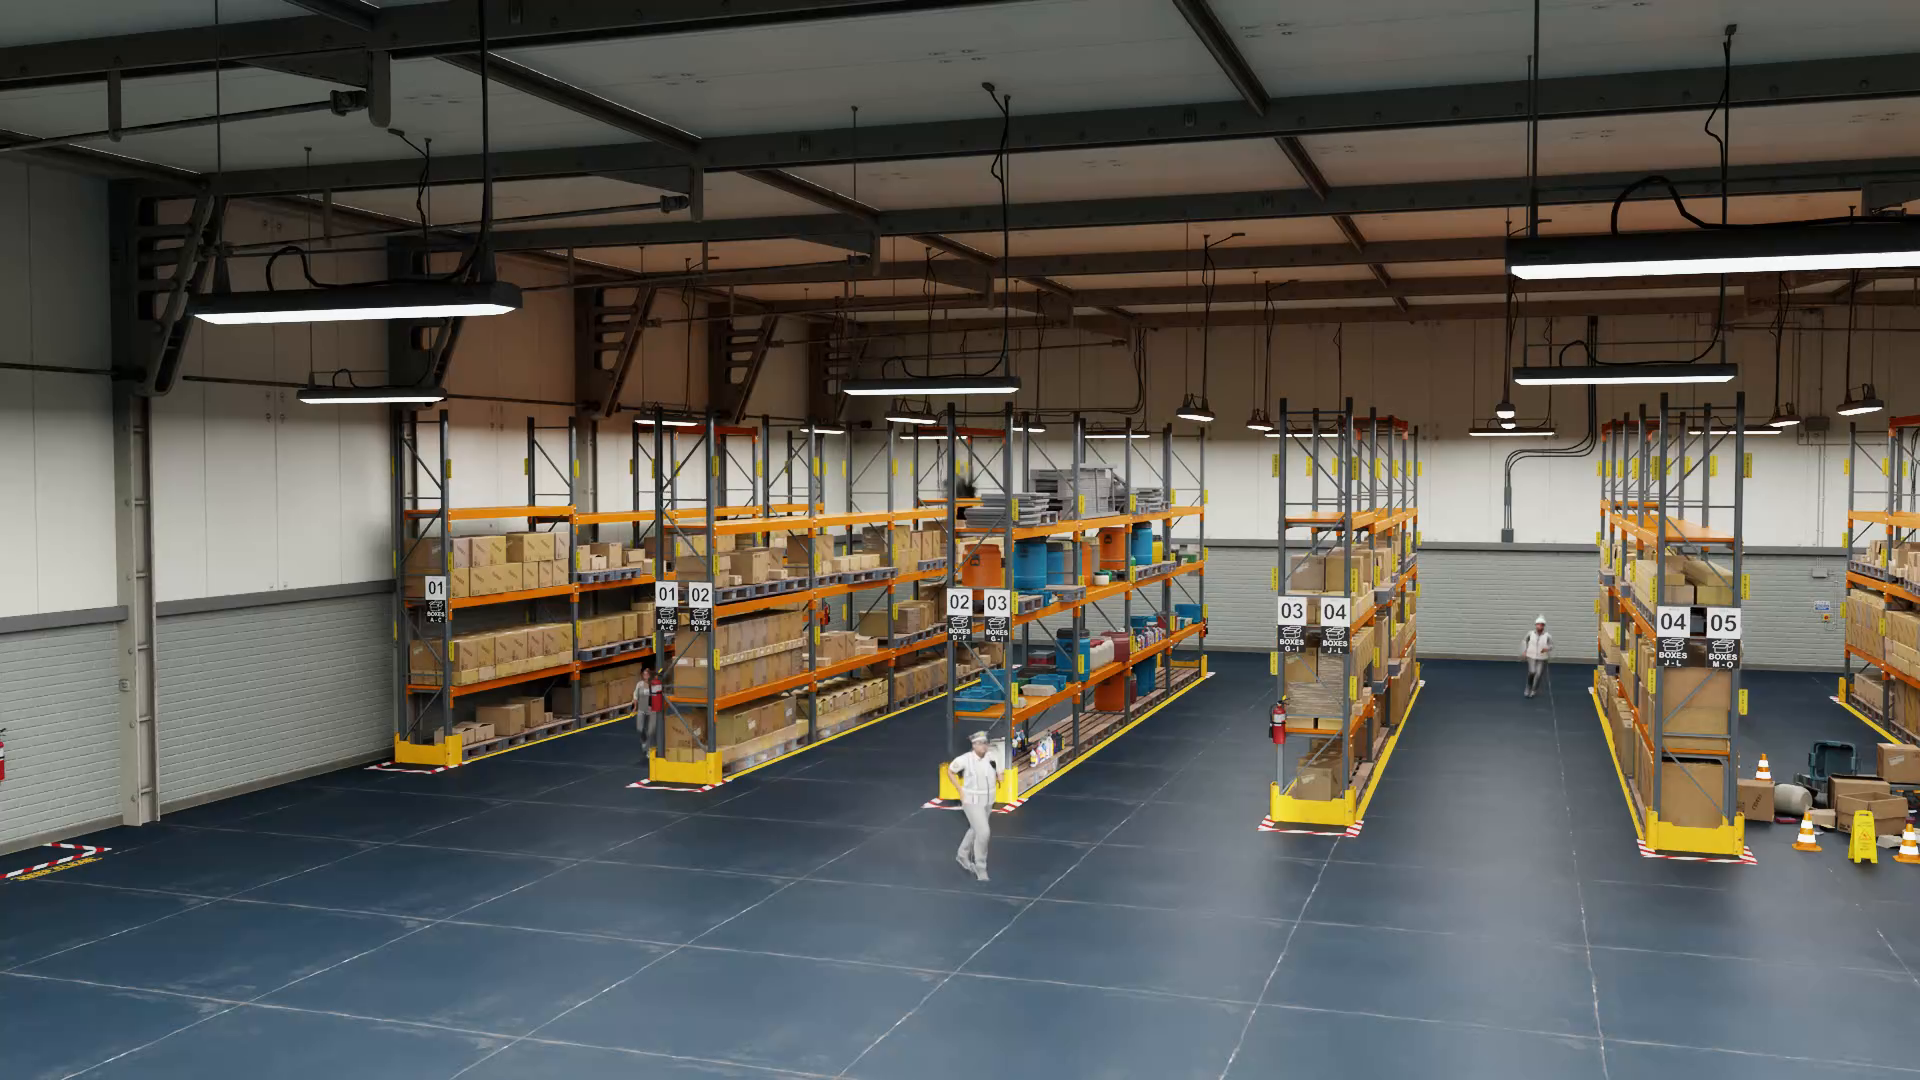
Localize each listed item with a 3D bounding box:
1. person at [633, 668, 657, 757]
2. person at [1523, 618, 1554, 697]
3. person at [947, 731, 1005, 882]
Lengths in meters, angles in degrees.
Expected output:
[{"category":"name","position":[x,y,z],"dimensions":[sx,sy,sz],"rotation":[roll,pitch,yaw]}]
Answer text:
[{"category":"person","position":[-5.412,2.989,28.680],"dimensions":[0.515,1.554,0.627],"rotation":[0,2,0]},{"category":"person","position":[12.598,2.569,36.207],"dimensions":[0.648,1.738,0.664],"rotation":[1,3,18]},{"category":"person","position":[0.232,3.259,20.451],"dimensions":[0.626,1.859,0.800],"rotation":[-2,3,-41]}]
